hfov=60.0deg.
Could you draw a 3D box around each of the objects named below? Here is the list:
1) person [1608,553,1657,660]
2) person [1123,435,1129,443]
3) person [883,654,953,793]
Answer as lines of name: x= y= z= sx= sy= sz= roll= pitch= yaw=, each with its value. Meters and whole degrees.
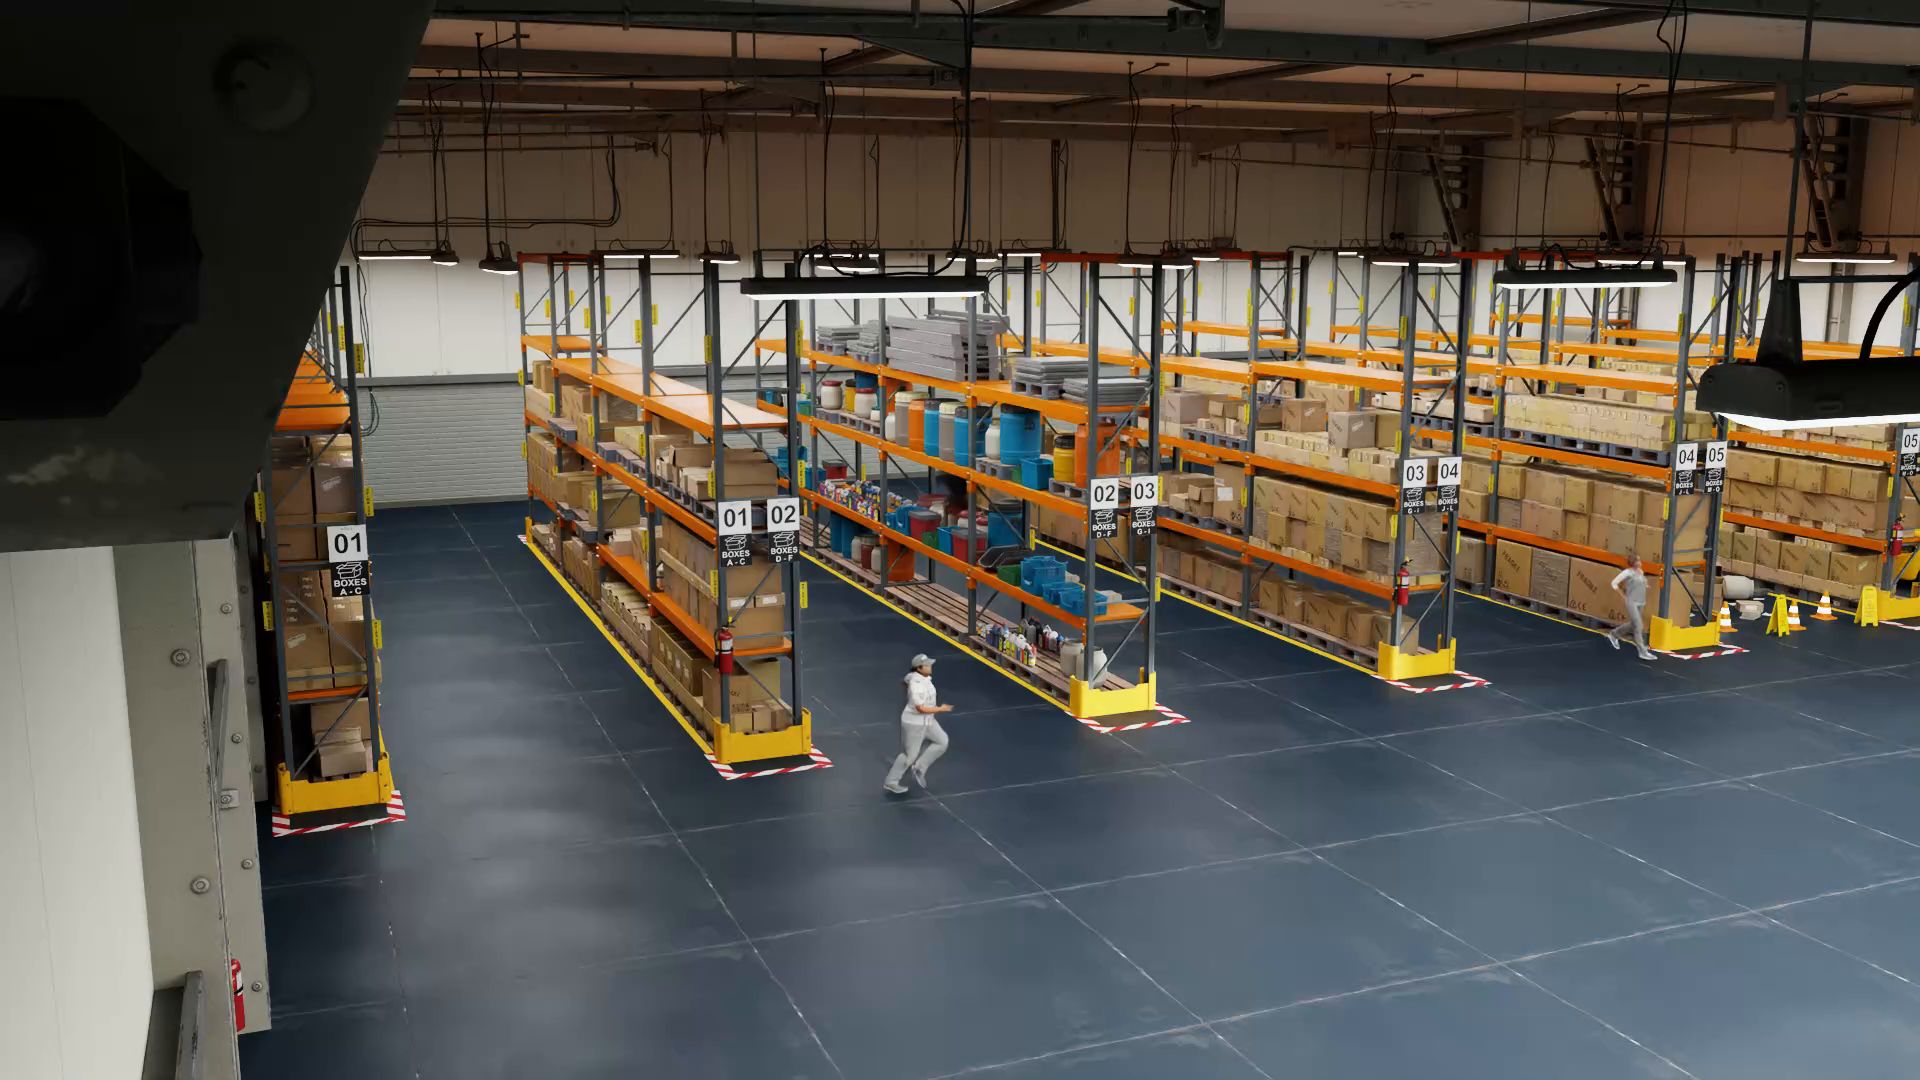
person: x=10.198 y=0.977 z=25.155 sx=0.544 sy=1.563 sz=0.878 roll=-7 pitch=13 yaw=-35
person: x=4.051 y=-1.935 z=41.334 sx=0.587 sy=1.553 sz=0.707 roll=-7 pitch=13 yaw=-34
person: x=-0.468 y=2.083 z=19.026 sx=0.808 sy=1.621 sz=0.579 roll=2 pitch=11 yaw=10
